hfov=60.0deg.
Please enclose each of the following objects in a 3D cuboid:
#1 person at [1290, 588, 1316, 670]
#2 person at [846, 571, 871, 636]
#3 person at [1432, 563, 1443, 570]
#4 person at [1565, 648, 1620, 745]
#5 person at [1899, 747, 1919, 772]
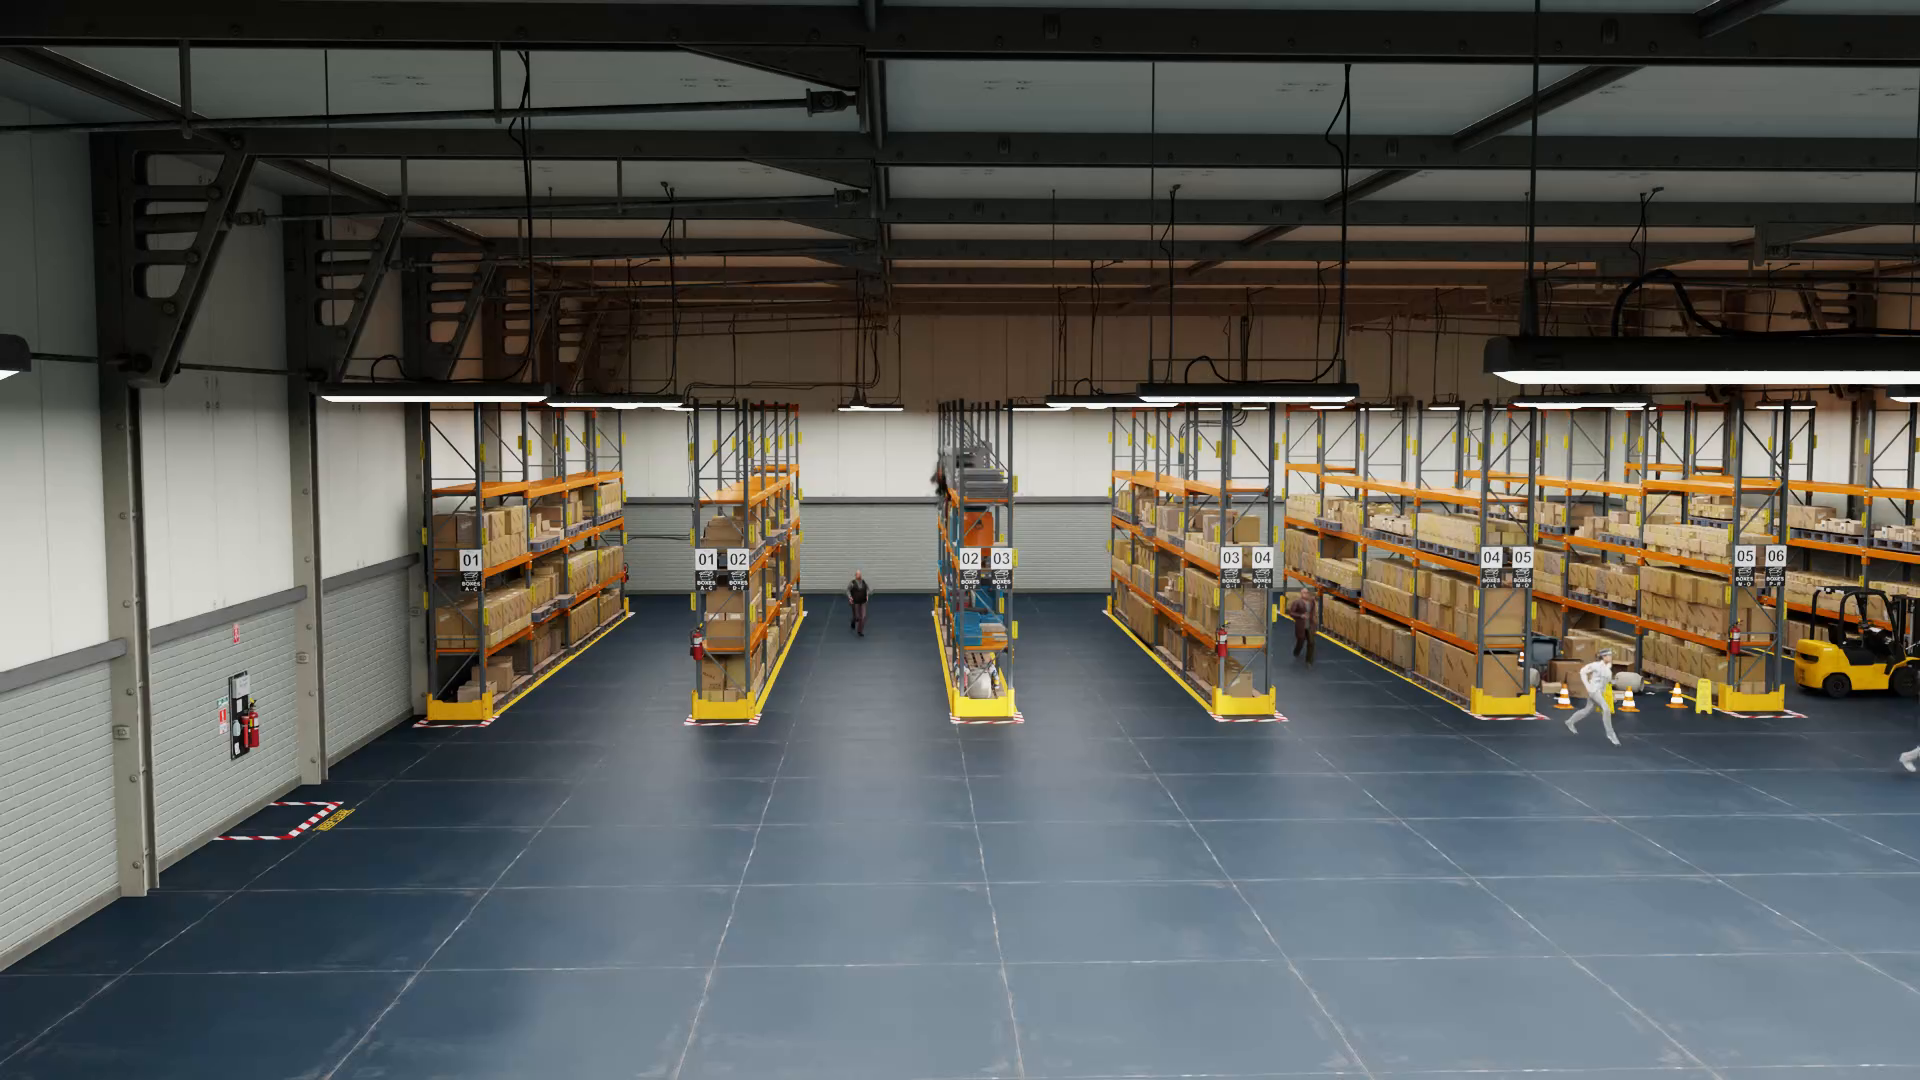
[{"bbox_3d":[7.751,2.002,37.574,0.738,1.853,0.971,-1,4,-14],"label":"person"},{"bbox_3d":[-2.620,1.629,42.982,0.660,1.681,0.624,-1,5,-18],"label":"person"},{"bbox_3d":[14.164,1.127,49.212,0.774,1.753,0.708,1,4,11],"label":"person"},{"bbox_3d":[11.083,2.692,29.089,1.037,1.691,0.616,4,6,45],"label":"person"},{"bbox_3d":[15.178,2.891,25.923,0.922,1.820,0.689,4,6,44],"label":"person"}]
